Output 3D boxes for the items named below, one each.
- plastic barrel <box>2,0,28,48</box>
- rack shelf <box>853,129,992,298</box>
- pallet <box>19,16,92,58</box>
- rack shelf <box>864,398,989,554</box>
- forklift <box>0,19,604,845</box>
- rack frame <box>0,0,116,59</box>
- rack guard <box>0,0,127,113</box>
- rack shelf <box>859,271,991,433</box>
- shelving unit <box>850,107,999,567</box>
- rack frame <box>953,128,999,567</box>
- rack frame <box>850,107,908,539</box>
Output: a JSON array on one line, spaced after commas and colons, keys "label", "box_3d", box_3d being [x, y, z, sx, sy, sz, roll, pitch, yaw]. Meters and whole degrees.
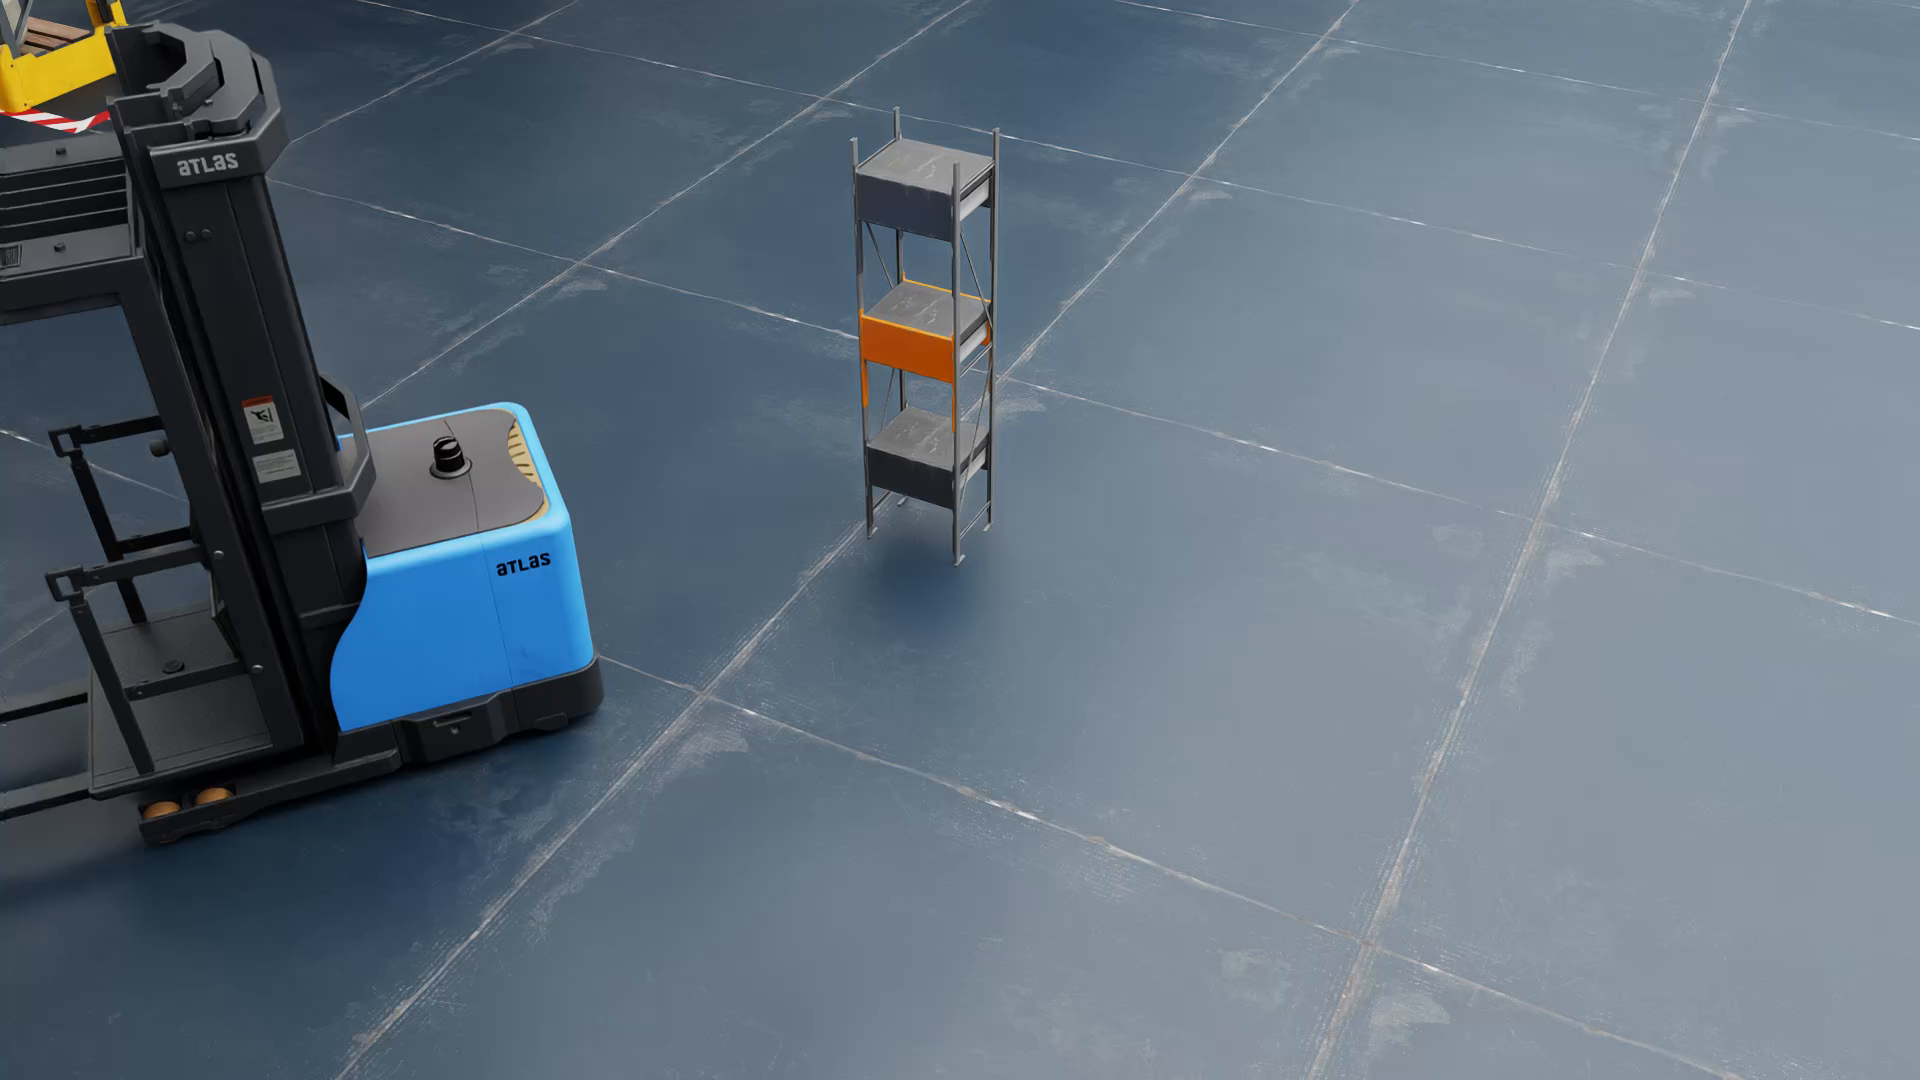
[{"label": "plastic barrel", "box_3d": [-7.480, -4.065, 12.835, 0.421, 0.512, 0.421, 0, 37, 0]}, {"label": "rack shelf", "box_3d": [-0.147, -1.429, 7.261, 0.480, 0.518, 0.431, 17, 41, 21]}, {"label": "pallet", "box_3d": [-7.668, -3.861, 13.162, 1.213, 0.211, 1.003, 17, 41, 21]}, {"label": "rack shelf", "box_3d": [-0.147, -0.314, 8.107, 0.480, 0.518, 0.431, 17, 41, 21]}, {"label": "forklift", "box_3d": [-3.113, -0.321, 6.248, 3.031, 2.935, 1.130, -14, 40, -18]}, {"label": "rack frame", "box_3d": [-6.860, -4.747, 12.023, 0.127, 3.000, 1.000, 17, 41, 21]}, {"label": "rack guard", "box_3d": [-6.950, -3.747, 12.773, 0.348, 0.500, 1.175, 17, 41, 21]}, {"label": "rack shelf", "box_3d": [-0.147, -0.872, 7.684, 0.480, 0.518, 0.431, 17, 41, 21]}, {"label": "shelving unit", "box_3d": [-0.147, -0.882, 7.676, 0.503, 2.100, 0.431, 17, 41, 21]}, {"label": "rack frame", "box_3d": [0.070, -0.815, 7.586, 0.015, 2.100, 0.400, 17, 41, 21]}, {"label": "rack frame", "box_3d": [-0.364, -0.950, 7.765, 0.015, 2.100, 0.400, 17, 41, 21]}]
